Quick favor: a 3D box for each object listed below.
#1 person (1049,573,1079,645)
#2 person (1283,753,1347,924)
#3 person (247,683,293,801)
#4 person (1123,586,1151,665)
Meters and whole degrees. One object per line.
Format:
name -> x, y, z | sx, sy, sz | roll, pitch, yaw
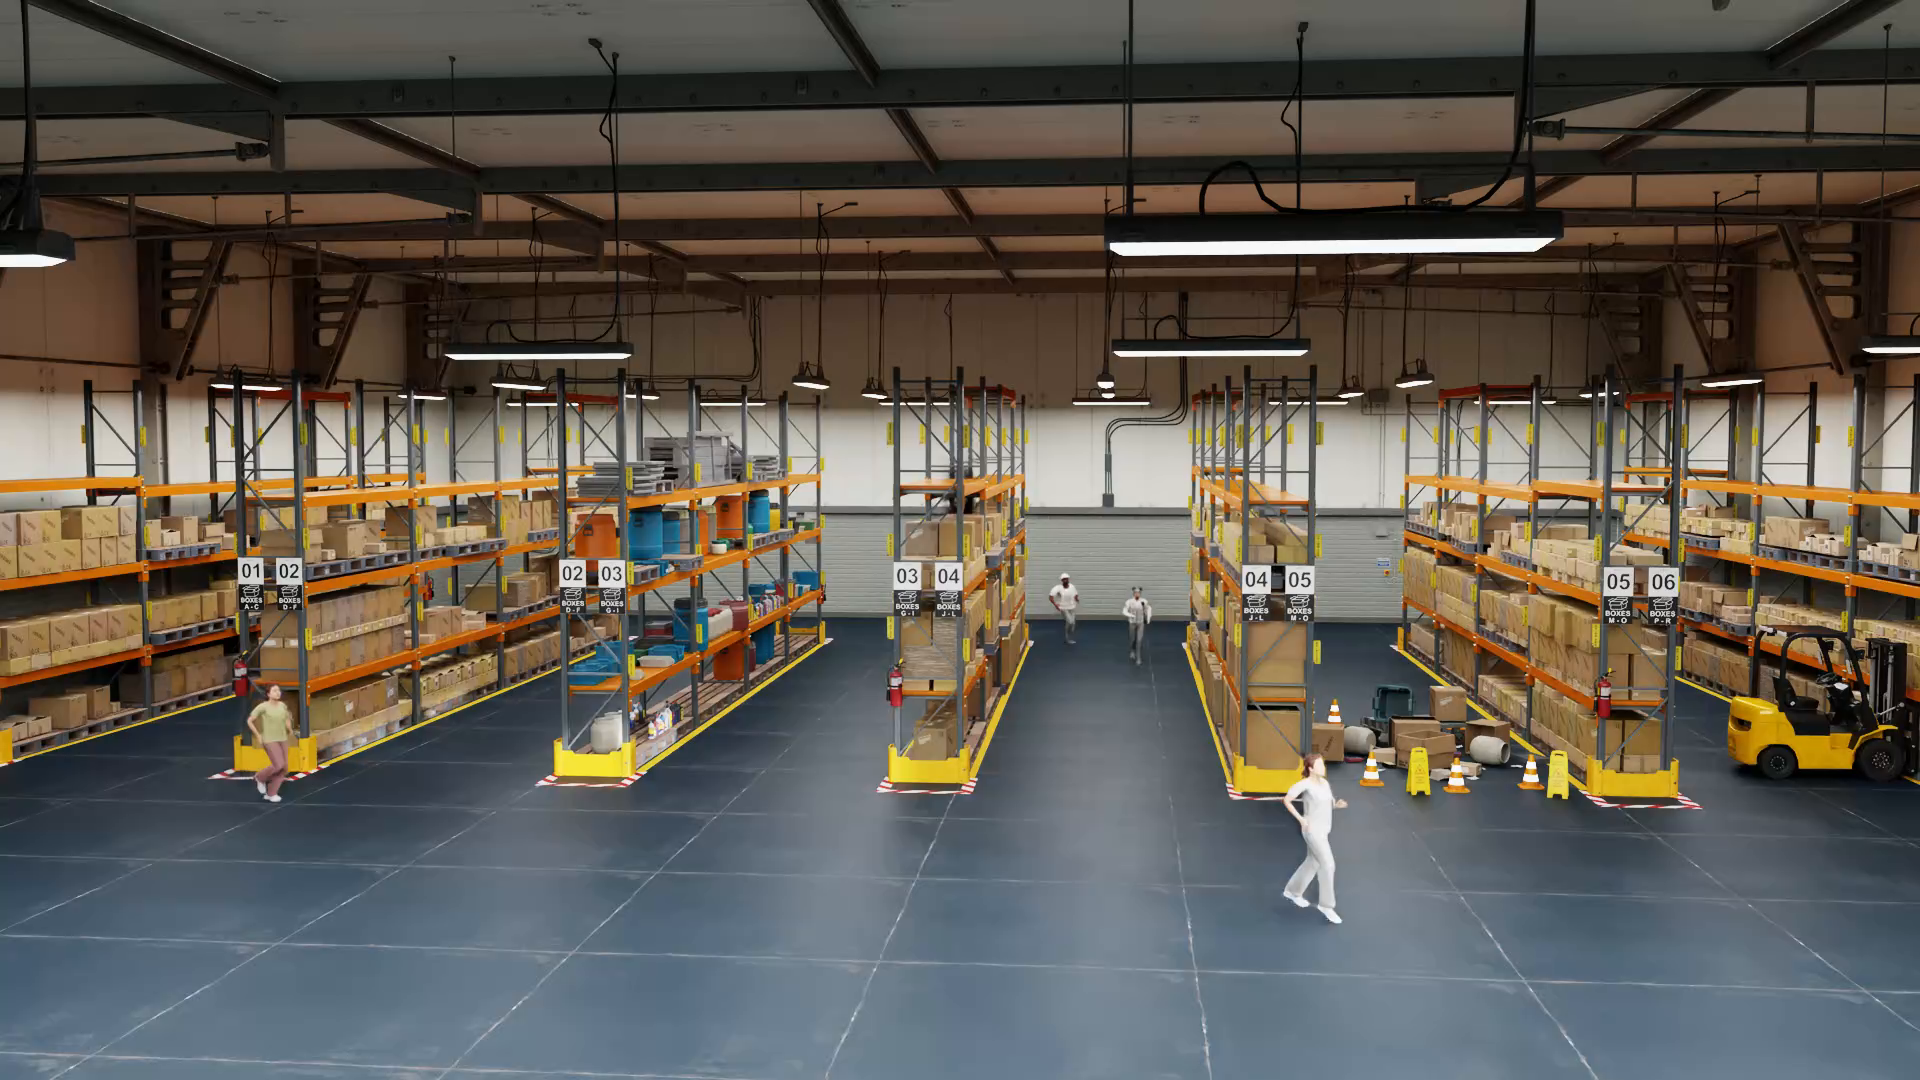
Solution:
person -> 2.567, 1.661, 39.902 | 0.703, 1.736, 0.605 | -2, 4, -32
person -> 3.692, 3.079, 17.350 | 0.742, 1.719, 0.551 | 3, 5, 41
person -> -9.410, 2.775, 22.832 | 0.547, 1.630, 0.578 | 2, 4, 29
person -> 3.917, 1.875, 36.806 | 0.628, 1.722, 0.822 | 0, 4, 5
